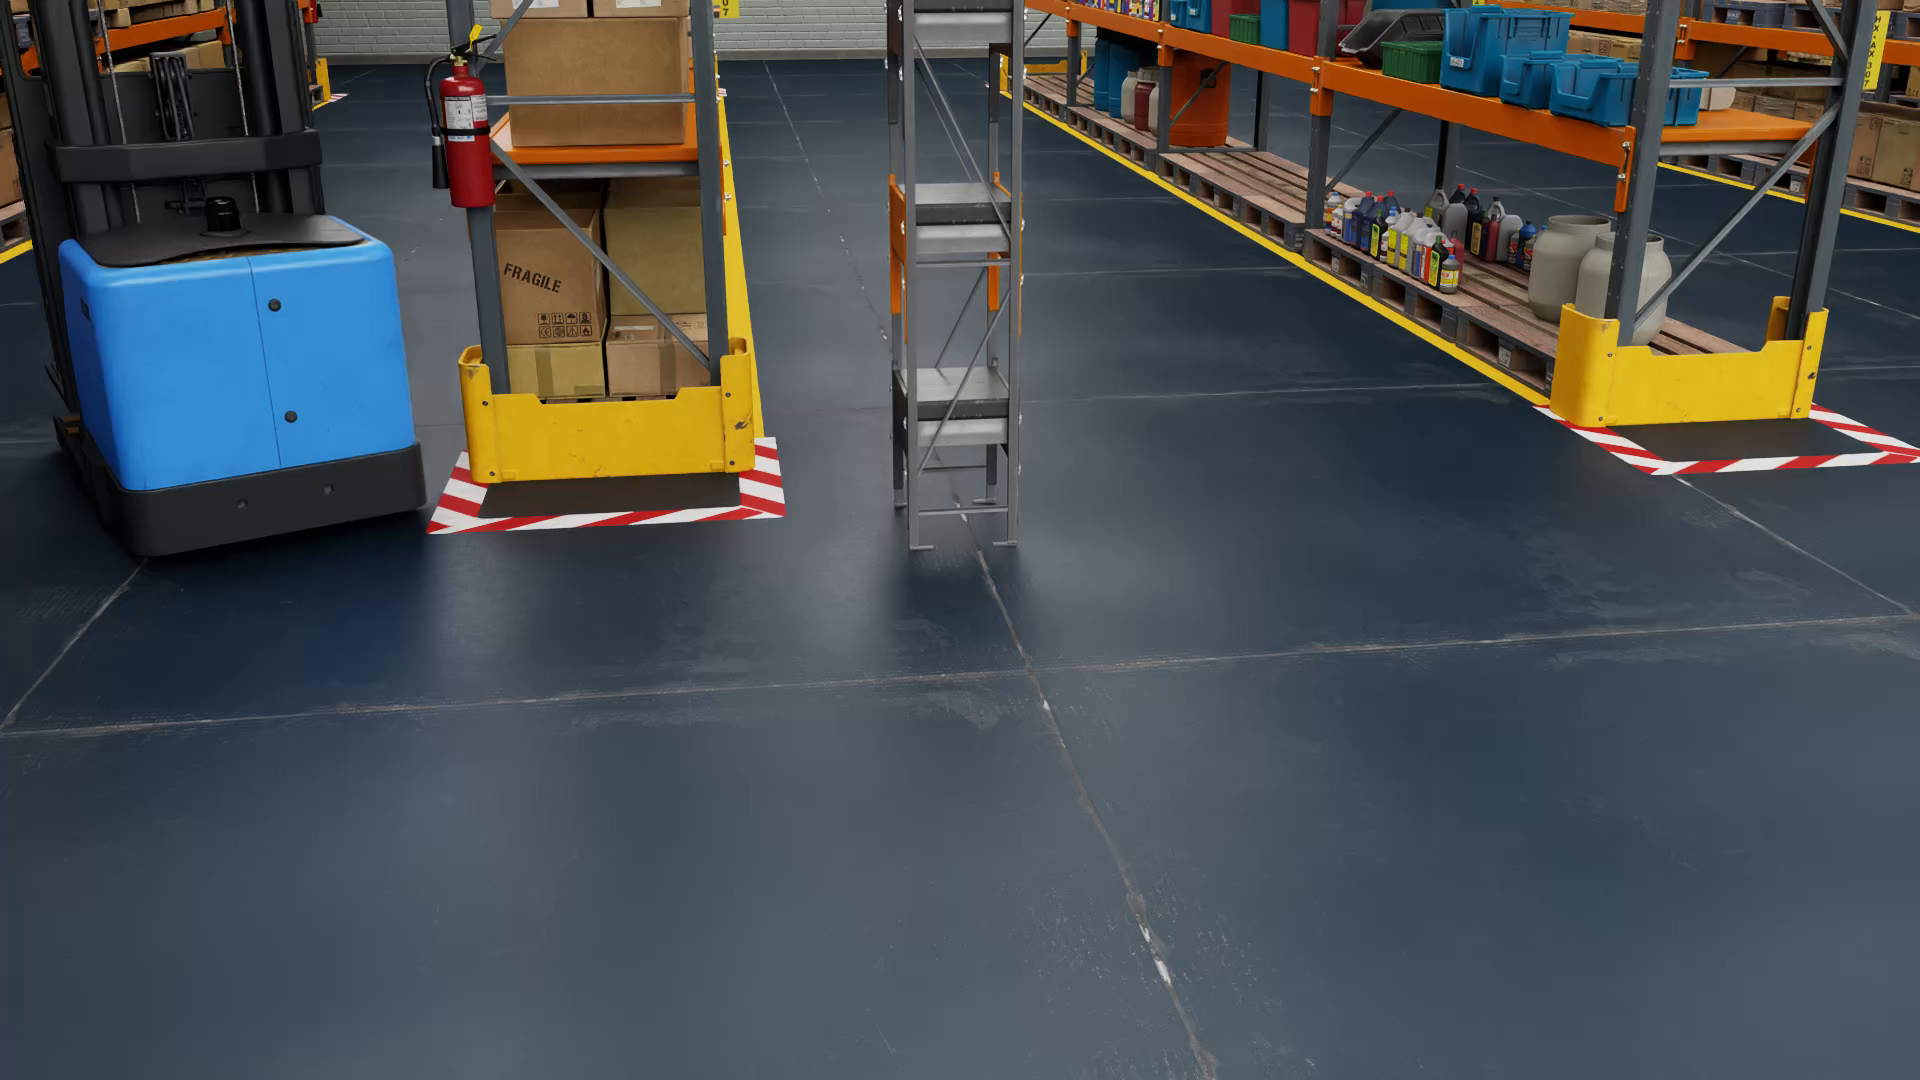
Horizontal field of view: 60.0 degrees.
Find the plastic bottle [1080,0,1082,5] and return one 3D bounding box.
[{"bbox_3d":[1.337,-5.933,17.980,0.061,0.283,0.133,-3,21,-8],"label":"plastic bottle"}]

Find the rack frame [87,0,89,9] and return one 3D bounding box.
[{"bbox_3d":[-7.521,-4.251,13.311,1.000,3.000,0.127,-3,21,-8],"label":"rack frame"}]

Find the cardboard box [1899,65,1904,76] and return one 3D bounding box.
[{"bbox_3d":[11.669,-5.826,20.577,0.380,0.149,0.250,-3,21,-7],"label":"cardboard box"}]

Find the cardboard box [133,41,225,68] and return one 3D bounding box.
[{"bbox_3d":[-7.875,-4.607,16.737,0.750,0.750,0.750,-3,21,-7],"label":"cardboard box"}]

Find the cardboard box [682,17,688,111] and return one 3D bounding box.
[{"bbox_3d":[-1.667,-2.295,7.932,0.700,0.500,0.500,-3,21,-7],"label":"cardboard box"}]

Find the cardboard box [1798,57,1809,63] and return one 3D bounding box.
[{"bbox_3d":[11.049,-6.152,21.450,0.380,0.149,0.250,-4,21,-10],"label":"cardboard box"}]

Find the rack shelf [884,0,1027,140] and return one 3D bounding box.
[{"bbox_3d":[-0.024,-1.684,5.762,0.431,0.518,0.480,-3,21,-8],"label":"rack shelf"}]

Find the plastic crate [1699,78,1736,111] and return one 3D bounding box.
[{"bbox_3d":[3.625,-2.183,8.152,0.298,0.136,0.250,-3,21,-8],"label":"plastic crate"}]

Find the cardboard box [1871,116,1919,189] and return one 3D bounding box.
[{"bbox_3d":[7.643,-3.030,12.987,0.700,0.500,0.500,-3,21,-8],"label":"cardboard box"}]

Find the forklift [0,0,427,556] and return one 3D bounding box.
[{"bbox_3d":[-3.282,-1.775,6.781,1.130,2.935,3.031,-13,24,-31],"label":"forklift"}]

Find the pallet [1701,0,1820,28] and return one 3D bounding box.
[{"bbox_3d":[7.392,-4.669,14.705,1.213,0.211,1.003,-3,21,-8],"label":"pallet"}]

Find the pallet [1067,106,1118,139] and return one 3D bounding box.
[{"bbox_3d":[1.776,-4.560,18.124,1.003,0.211,1.213,-3,21,-8],"label":"pallet"}]

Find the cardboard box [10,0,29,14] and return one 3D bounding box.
[{"bbox_3d":[-7.336,-4.150,12.268,0.700,0.500,0.500,-5,21,-13],"label":"cardboard box"}]

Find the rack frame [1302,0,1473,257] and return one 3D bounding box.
[{"bbox_3d":[2.859,-3.366,10.941,1.000,3.000,0.127,-3,21,-8],"label":"rack frame"}]

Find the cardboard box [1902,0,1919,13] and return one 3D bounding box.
[{"bbox_3d":[7.785,-4.376,12.187,1.000,1.000,1.000,-3,21,-7],"label":"cardboard box"}]

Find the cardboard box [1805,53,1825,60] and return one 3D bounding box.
[{"bbox_3d":[11.012,-6.206,21.169,0.380,0.149,0.250,-4,21,-10],"label":"cardboard box"}]

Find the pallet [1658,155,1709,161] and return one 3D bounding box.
[{"bbox_3d":[7.145,-3.971,16.547,1.003,0.211,1.213,-3,21,-8],"label":"pallet"}]

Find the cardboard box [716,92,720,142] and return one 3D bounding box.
[{"bbox_3d":[-2.402,-3.709,14.804,0.500,0.500,0.500,-2,21,-5],"label":"cardboard box"}]

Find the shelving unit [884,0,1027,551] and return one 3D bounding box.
[{"bbox_3d":[-0.024,-1.041,6.002,0.431,2.100,0.503,-3,21,-8],"label":"shelving unit"}]

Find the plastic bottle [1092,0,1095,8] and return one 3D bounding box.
[{"bbox_3d":[1.438,-5.728,17.448,0.097,0.271,0.097,0,20,0],"label":"plastic bottle"}]

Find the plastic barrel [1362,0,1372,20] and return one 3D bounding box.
[{"bbox_3d":[2.939,-3.772,11.833,0.433,0.535,0.433,0,20,0],"label":"plastic barrel"}]

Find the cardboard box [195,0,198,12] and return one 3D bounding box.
[{"bbox_3d":[-7.716,-5.247,16.307,0.380,0.149,0.250,-2,21,-6],"label":"cardboard box"}]

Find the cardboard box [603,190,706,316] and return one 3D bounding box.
[{"bbox_3d":[-1.397,-1.362,7.834,0.500,0.500,0.500,-3,21,-8],"label":"cardboard box"}]

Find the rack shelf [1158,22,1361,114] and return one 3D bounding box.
[{"bbox_3d":[2.571,-3.721,12.921,1.077,0.370,4.000,-3,21,-8],"label":"rack shelf"}]

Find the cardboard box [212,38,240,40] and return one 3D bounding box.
[{"bbox_3d":[-8.543,-5.796,19.494,0.380,0.149,0.250,-3,21,-7],"label":"cardboard box"}]

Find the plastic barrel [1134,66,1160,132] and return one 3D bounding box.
[{"bbox_3d":[2.033,-4.377,16.495,0.600,0.588,0.708,-3,21,-8],"label":"plastic barrel"}]

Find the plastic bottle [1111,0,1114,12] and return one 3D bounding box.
[{"bbox_3d":[1.566,-5.420,16.624,0.097,0.271,0.097,0,20,0],"label":"plastic bottle"}]

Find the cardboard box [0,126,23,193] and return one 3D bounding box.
[{"bbox_3d":[-7.406,-2.855,12.518,0.700,0.500,0.500,-3,21,-8],"label":"cardboard box"}]

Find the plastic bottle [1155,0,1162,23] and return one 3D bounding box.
[{"bbox_3d":[1.802,-4.815,14.987,0.061,0.283,0.133,-3,21,-8],"label":"plastic bottle"}]

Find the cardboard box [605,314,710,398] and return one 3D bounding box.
[{"bbox_3d":[-1.323,-0.838,7.502,0.500,0.250,0.500,-3,21,-8],"label":"cardboard box"}]

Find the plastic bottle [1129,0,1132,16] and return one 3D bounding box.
[{"bbox_3d":[1.672,-5.133,15.956,0.097,0.201,0.097,0,20,0],"label":"plastic bottle"}]

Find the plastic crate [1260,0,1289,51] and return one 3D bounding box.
[{"bbox_3d":[2.393,-3.725,11.924,0.392,0.384,0.575,-3,21,-8],"label":"plastic crate"}]

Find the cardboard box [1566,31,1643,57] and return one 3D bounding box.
[{"bbox_3d":[6.984,-4.751,17.086,1.225,0.875,0.875,-3,21,-8],"label":"cardboard box"}]

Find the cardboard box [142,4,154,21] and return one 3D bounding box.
[{"bbox_3d":[-7.571,-4.799,15.108,0.380,0.149,0.250,-3,21,-7],"label":"cardboard box"}]

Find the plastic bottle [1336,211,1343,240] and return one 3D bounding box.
[{"bbox_3d":[2.501,-2.058,10.810,0.097,0.201,0.097,0,20,0],"label":"plastic bottle"}]

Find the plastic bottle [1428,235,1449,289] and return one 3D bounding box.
[{"bbox_3d":[2.703,-1.568,9.380,0.061,0.283,0.133,-2,21,-6],"label":"plastic bottle"}]

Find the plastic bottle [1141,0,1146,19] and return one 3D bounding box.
[{"bbox_3d":[1.742,-4.997,15.492,0.097,0.271,0.097,0,20,0],"label":"plastic bottle"}]

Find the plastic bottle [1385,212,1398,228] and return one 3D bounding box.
[{"bbox_3d":[2.651,-1.879,10.231,0.097,0.271,0.097,0,20,0],"label":"plastic bottle"}]

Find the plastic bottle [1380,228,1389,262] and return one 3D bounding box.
[{"bbox_3d":[2.610,-1.796,10.108,0.097,0.201,0.097,0,20,0],"label":"plastic bottle"}]

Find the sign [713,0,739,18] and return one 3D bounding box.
[{"bbox_3d":[-0.916,-2.201,6.471,0.100,0.325,0.005,-3,21,-8],"label":"sign"}]

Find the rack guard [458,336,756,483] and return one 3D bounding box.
[{"bbox_3d":[-1.463,-0.553,6.982,1.175,0.500,0.348,-3,21,-8],"label":"rack guard"}]

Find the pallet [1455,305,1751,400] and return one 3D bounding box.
[{"bbox_3d":[3.267,-0.980,8.539,1.003,0.211,1.213,-3,21,-8],"label":"pallet"}]

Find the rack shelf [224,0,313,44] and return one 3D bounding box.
[{"bbox_3d":[-8.386,-5.991,18.999,1.077,0.370,4.000,-3,21,-8],"label":"rack shelf"}]

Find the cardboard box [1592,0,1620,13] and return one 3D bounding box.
[{"bbox_3d":[6.724,-5.558,16.668,0.500,0.500,0.500,-4,21,-10],"label":"cardboard box"}]

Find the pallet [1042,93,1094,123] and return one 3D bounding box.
[{"bbox_3d":[1.562,-5.082,19.521,1.003,0.211,1.213,-3,21,-8],"label":"pallet"}]

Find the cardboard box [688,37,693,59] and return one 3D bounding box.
[{"bbox_3d":[-1.968,-3.317,11.168,0.380,0.149,0.250,-3,21,-8],"label":"cardboard box"}]

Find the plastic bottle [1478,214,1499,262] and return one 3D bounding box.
[{"bbox_3d":[3.226,-1.851,10.138,0.061,0.283,0.133,-3,21,-8],"label":"plastic bottle"}]

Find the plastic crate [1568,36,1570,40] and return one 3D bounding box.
[{"bbox_3d":[3.288,-2.927,9.977,0.499,0.251,0.616,-3,21,-8],"label":"plastic crate"}]

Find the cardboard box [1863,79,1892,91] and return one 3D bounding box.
[{"bbox_3d":[11.137,-5.580,20.345,0.380,0.149,0.250,-3,21,-7],"label":"cardboard box"}]

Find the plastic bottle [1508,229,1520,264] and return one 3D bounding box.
[{"bbox_3d":[3.375,-1.778,10.061,0.097,0.201,0.097,0,20,0],"label":"plastic bottle"}]
